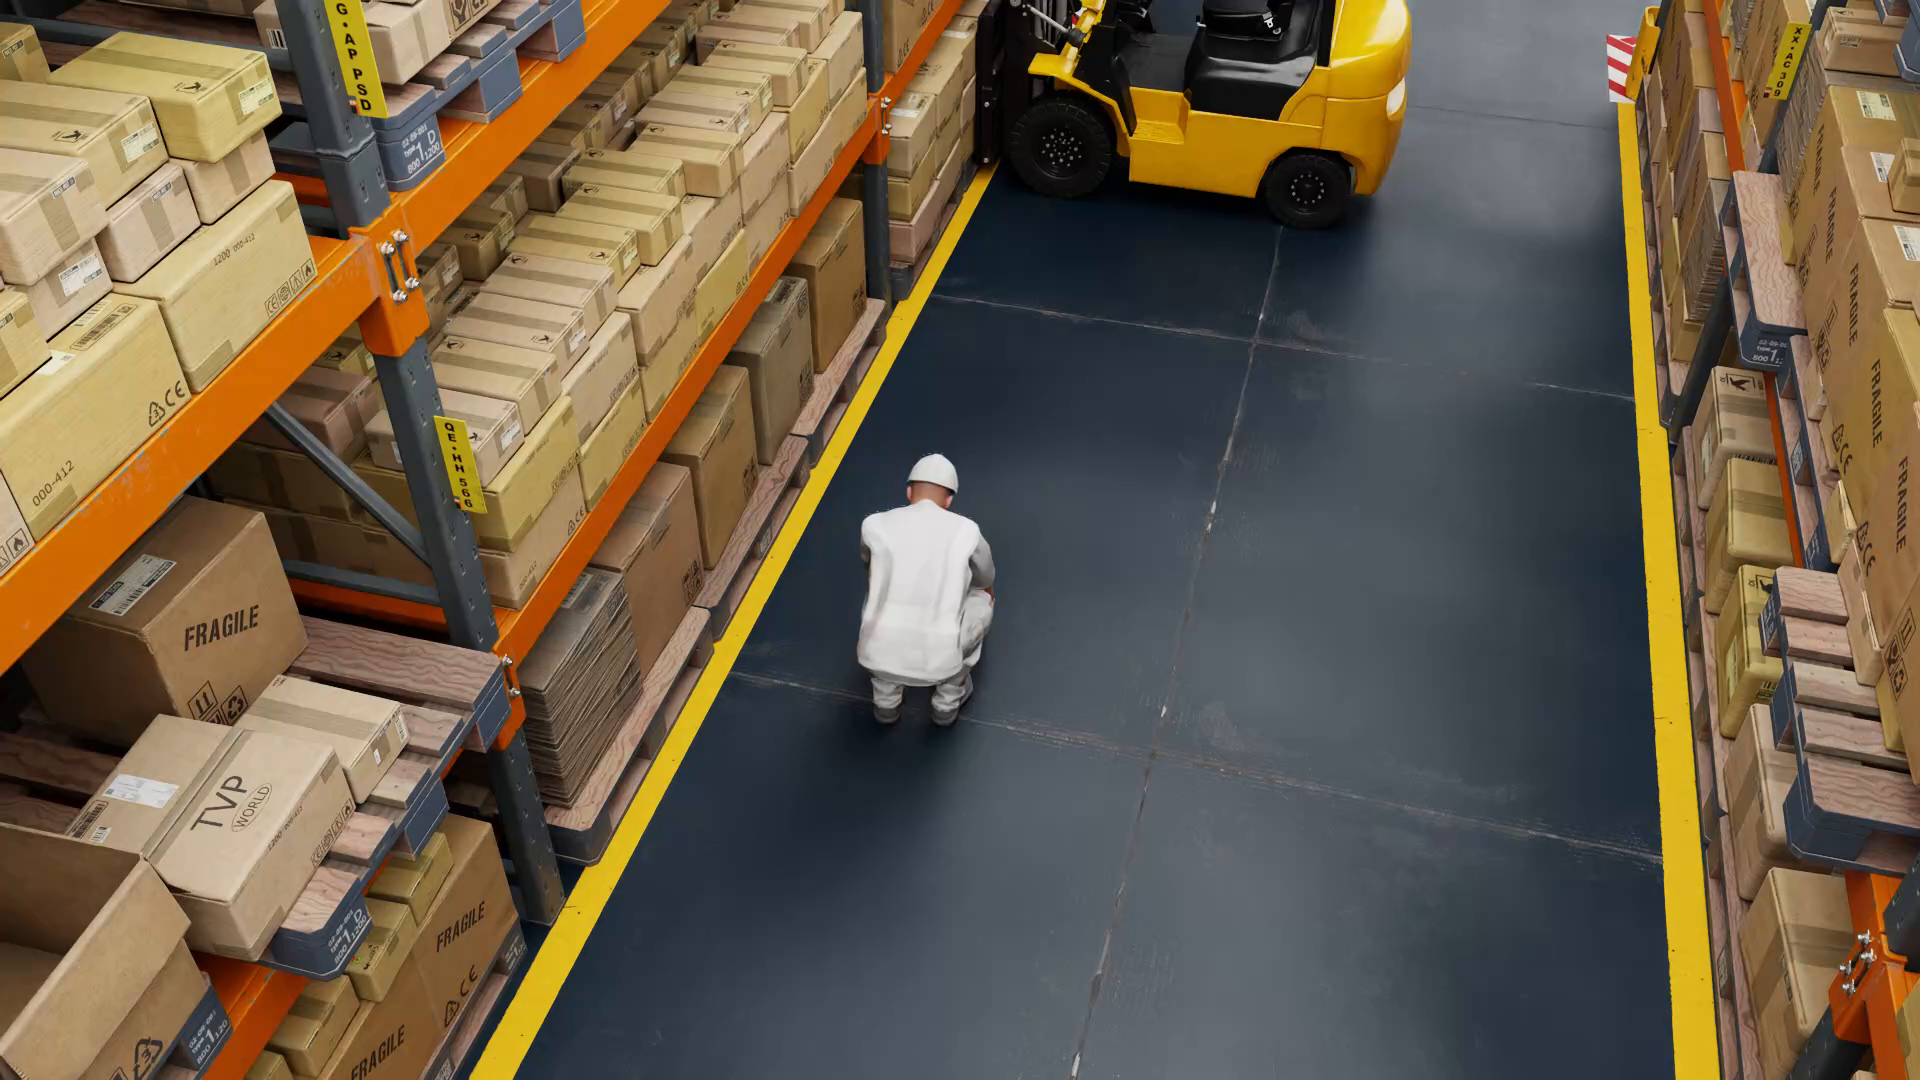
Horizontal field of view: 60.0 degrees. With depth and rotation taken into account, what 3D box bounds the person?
[{"bbox_3d":[-0.151,0.243,6.536,0.567,0.909,0.885,10,42,11],"label":"person"}]
